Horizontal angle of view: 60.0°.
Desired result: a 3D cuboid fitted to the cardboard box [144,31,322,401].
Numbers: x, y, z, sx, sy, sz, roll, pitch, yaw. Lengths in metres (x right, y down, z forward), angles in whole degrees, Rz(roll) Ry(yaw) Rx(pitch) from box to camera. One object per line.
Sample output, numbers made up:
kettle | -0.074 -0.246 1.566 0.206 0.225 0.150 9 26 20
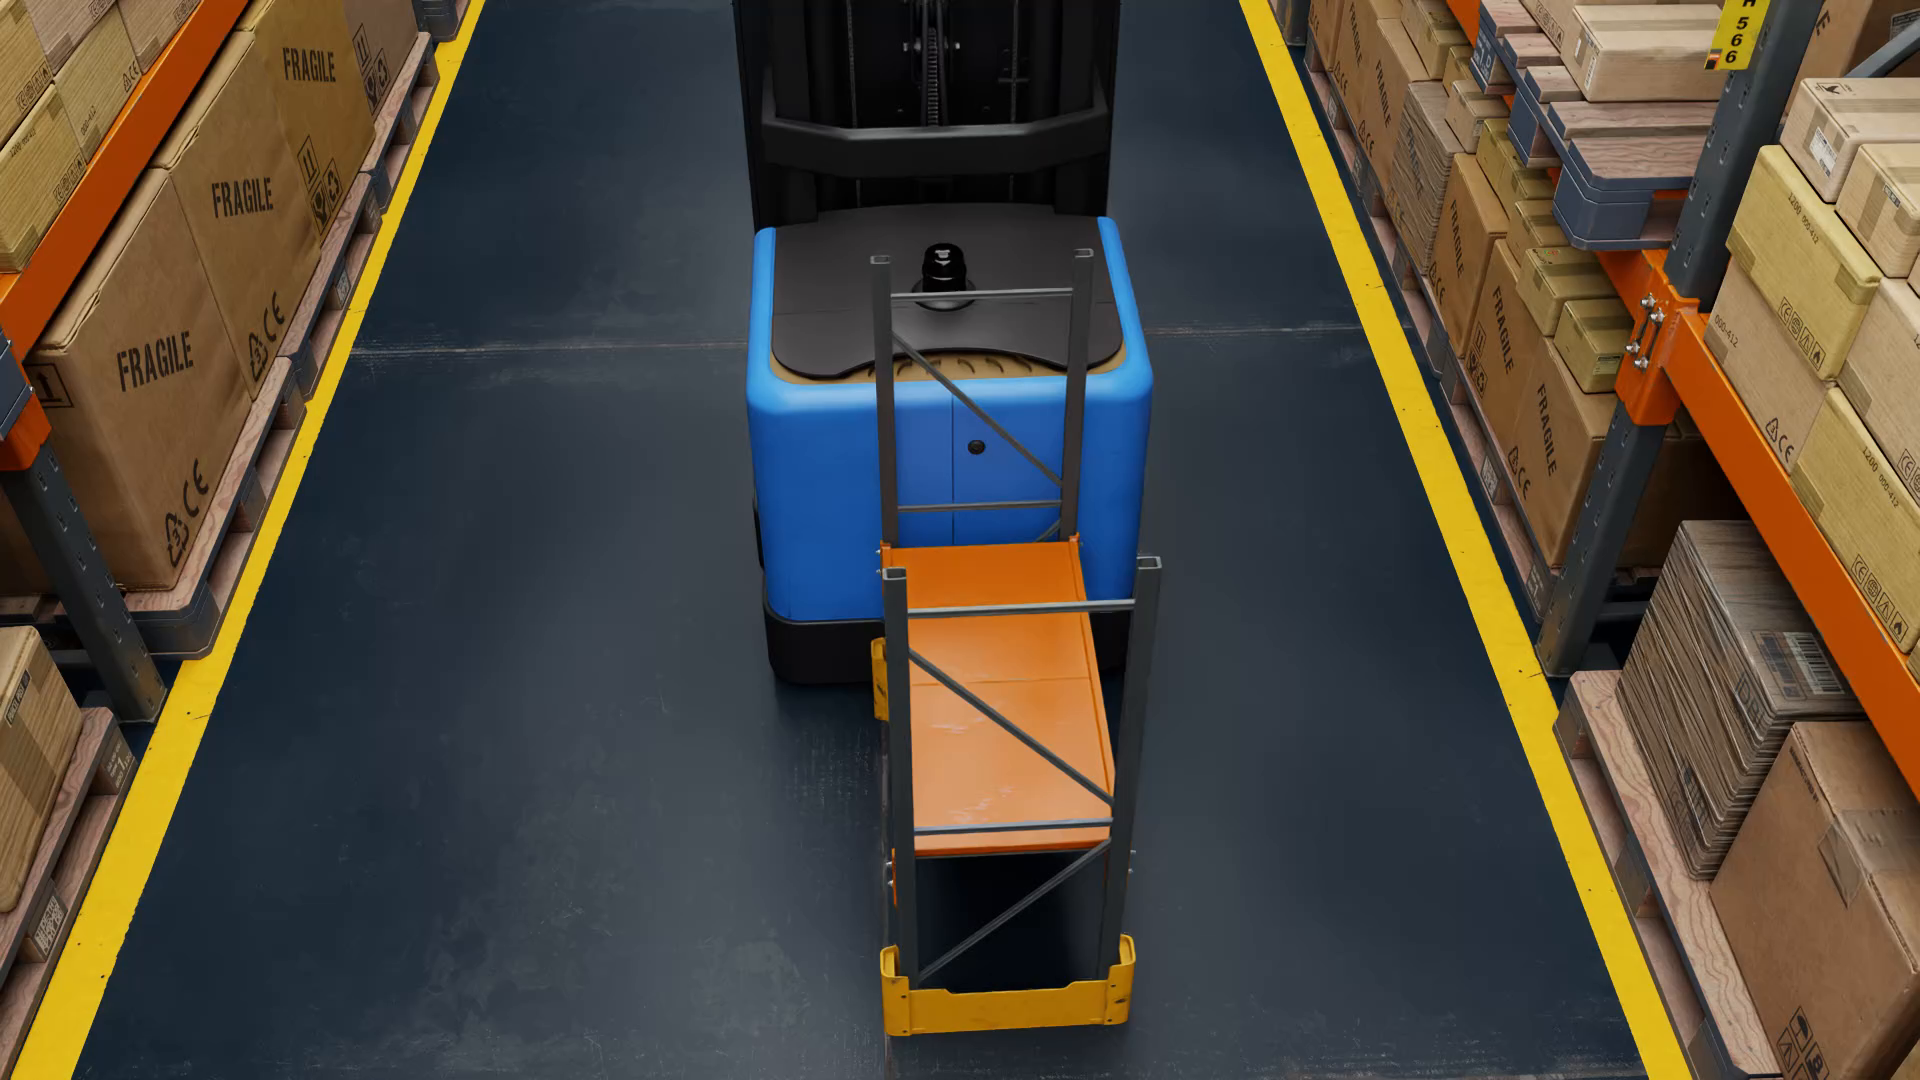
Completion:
cardboard box | -2.748 -1.055 5.442 0.875 0.875 0.875 -1 43 -1

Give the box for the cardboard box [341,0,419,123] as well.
cardboard box | -2.831 -2.268 6.766 0.875 0.875 0.875 0 43 0

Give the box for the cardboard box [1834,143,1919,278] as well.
cardboard box | 1.923 -0.629 3.163 0.380 0.149 0.250 -1 43 -1

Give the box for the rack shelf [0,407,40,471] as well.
rack shelf | -2.683 1.003 2.468 1.077 0.370 4.000 -2 43 -2

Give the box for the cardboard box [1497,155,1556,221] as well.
cardboard box | 1.942 -1.098 5.287 0.380 0.149 0.250 0 43 -1

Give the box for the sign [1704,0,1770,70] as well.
sign | 1.650 -1.133 3.468 0.100 0.325 0.005 -2 43 -2

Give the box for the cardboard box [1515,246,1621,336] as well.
cardboard box | 1.875 -0.739 4.896 0.380 0.149 0.250 -4 43 -4

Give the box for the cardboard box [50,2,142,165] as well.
cardboard box | -2.576 -1.241 4.495 0.500 0.250 0.500 -3 43 -3

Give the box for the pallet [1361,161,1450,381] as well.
pallet | 2.149 -1.056 6.246 1.003 0.211 1.213 -2 43 -2

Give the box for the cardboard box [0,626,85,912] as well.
cardboard box | -2.753 0.583 4.028 0.950 0.372 0.625 -4 43 -5

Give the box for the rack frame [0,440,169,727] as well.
rack frame | -2.767 -0.612 3.698 1.000 3.000 0.127 -2 43 -2

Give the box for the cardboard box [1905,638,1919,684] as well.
cardboard box | 2.012 0.292 2.823 0.500 0.250 0.500 -3 43 -3

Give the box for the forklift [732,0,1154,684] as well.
forklift | -0.108 -1.659 4.890 1.130 2.935 3.031 -2 43 -3

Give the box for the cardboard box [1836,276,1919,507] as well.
cardboard box | 1.986 -0.242 3.035 0.500 0.250 0.500 0 43 0

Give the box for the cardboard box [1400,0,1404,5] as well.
cardboard box | 1.908 -2.138 6.422 0.380 0.149 0.250 -2 43 -3

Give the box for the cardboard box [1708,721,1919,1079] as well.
cardboard box | 2.240 0.826 3.576 0.875 0.625 0.625 0 43 0

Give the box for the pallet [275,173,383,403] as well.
pallet | -2.774 -0.940 6.120 1.003 0.211 1.213 -2 43 -2

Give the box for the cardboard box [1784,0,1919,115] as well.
cardboard box | 2.326 -1.301 4.064 0.500 0.500 0.500 0 43 0

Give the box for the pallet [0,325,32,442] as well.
pallet | -2.631 -0.063 3.241 1.213 0.211 1.003 -2 43 -2

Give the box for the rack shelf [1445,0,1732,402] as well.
rack shelf | 2.107 -1.842 5.572 1.077 0.370 4.000 -2 43 -2

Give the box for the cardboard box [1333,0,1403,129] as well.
cardboard box | 1.850 -1.999 6.750 0.500 0.500 0.500 -2 43 -2

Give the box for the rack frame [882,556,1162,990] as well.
rack frame | 0.112 0.603 3.482 0.500 1.500 0.032 -2 43 -3

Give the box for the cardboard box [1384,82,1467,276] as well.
cardboard box | 1.882 -1.311 6.000 0.500 0.500 0.500 -3 43 -3

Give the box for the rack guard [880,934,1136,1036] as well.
rack guard | 0.110 1.050 3.919 0.587 0.250 0.087 -2 43 -3

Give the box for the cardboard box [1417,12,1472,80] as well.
cardboard box | 1.889 -1.801 6.054 0.380 0.149 0.250 0 43 0

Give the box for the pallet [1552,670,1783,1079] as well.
pallet | 2.188 0.828 4.191 1.003 0.211 1.213 -2 43 -2

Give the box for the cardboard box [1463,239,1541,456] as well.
cardboard box | 1.948 -0.608 5.233 0.500 0.500 0.500 -2 43 -2

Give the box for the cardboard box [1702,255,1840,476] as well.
cardboard box | 1.966 -0.395 3.572 0.500 0.250 0.500 -1 43 -2

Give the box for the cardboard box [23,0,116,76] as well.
cardboard box | -2.563 -1.439 4.341 0.500 0.250 0.500 -1 43 -1

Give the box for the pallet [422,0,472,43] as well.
pallet | -2.891 -2.800 8.149 1.003 0.211 1.213 -2 43 -2

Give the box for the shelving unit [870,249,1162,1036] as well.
shelving unit | 0.080 0.254 3.863 0.587 1.500 1.083 -2 43 -3

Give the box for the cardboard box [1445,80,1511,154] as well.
cardboard box | 1.889 -1.452 5.673 0.380 0.149 0.250 -4 43 -4

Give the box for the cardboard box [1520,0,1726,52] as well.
cardboard box | 1.823 -1.560 4.532 0.500 0.250 0.500 -3 43 -4

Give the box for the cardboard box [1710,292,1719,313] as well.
cardboard box | 2.453 -0.615 5.240 0.500 0.500 0.500 -1 43 -2

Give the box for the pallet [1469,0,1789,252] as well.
pallet | 2.093 -1.142 4.418 1.213 0.211 1.003 -2 43 -2

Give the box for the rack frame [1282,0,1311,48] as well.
rack frame | 2.022 -3.458 6.802 1.000 3.000 0.127 -2 43 -2
